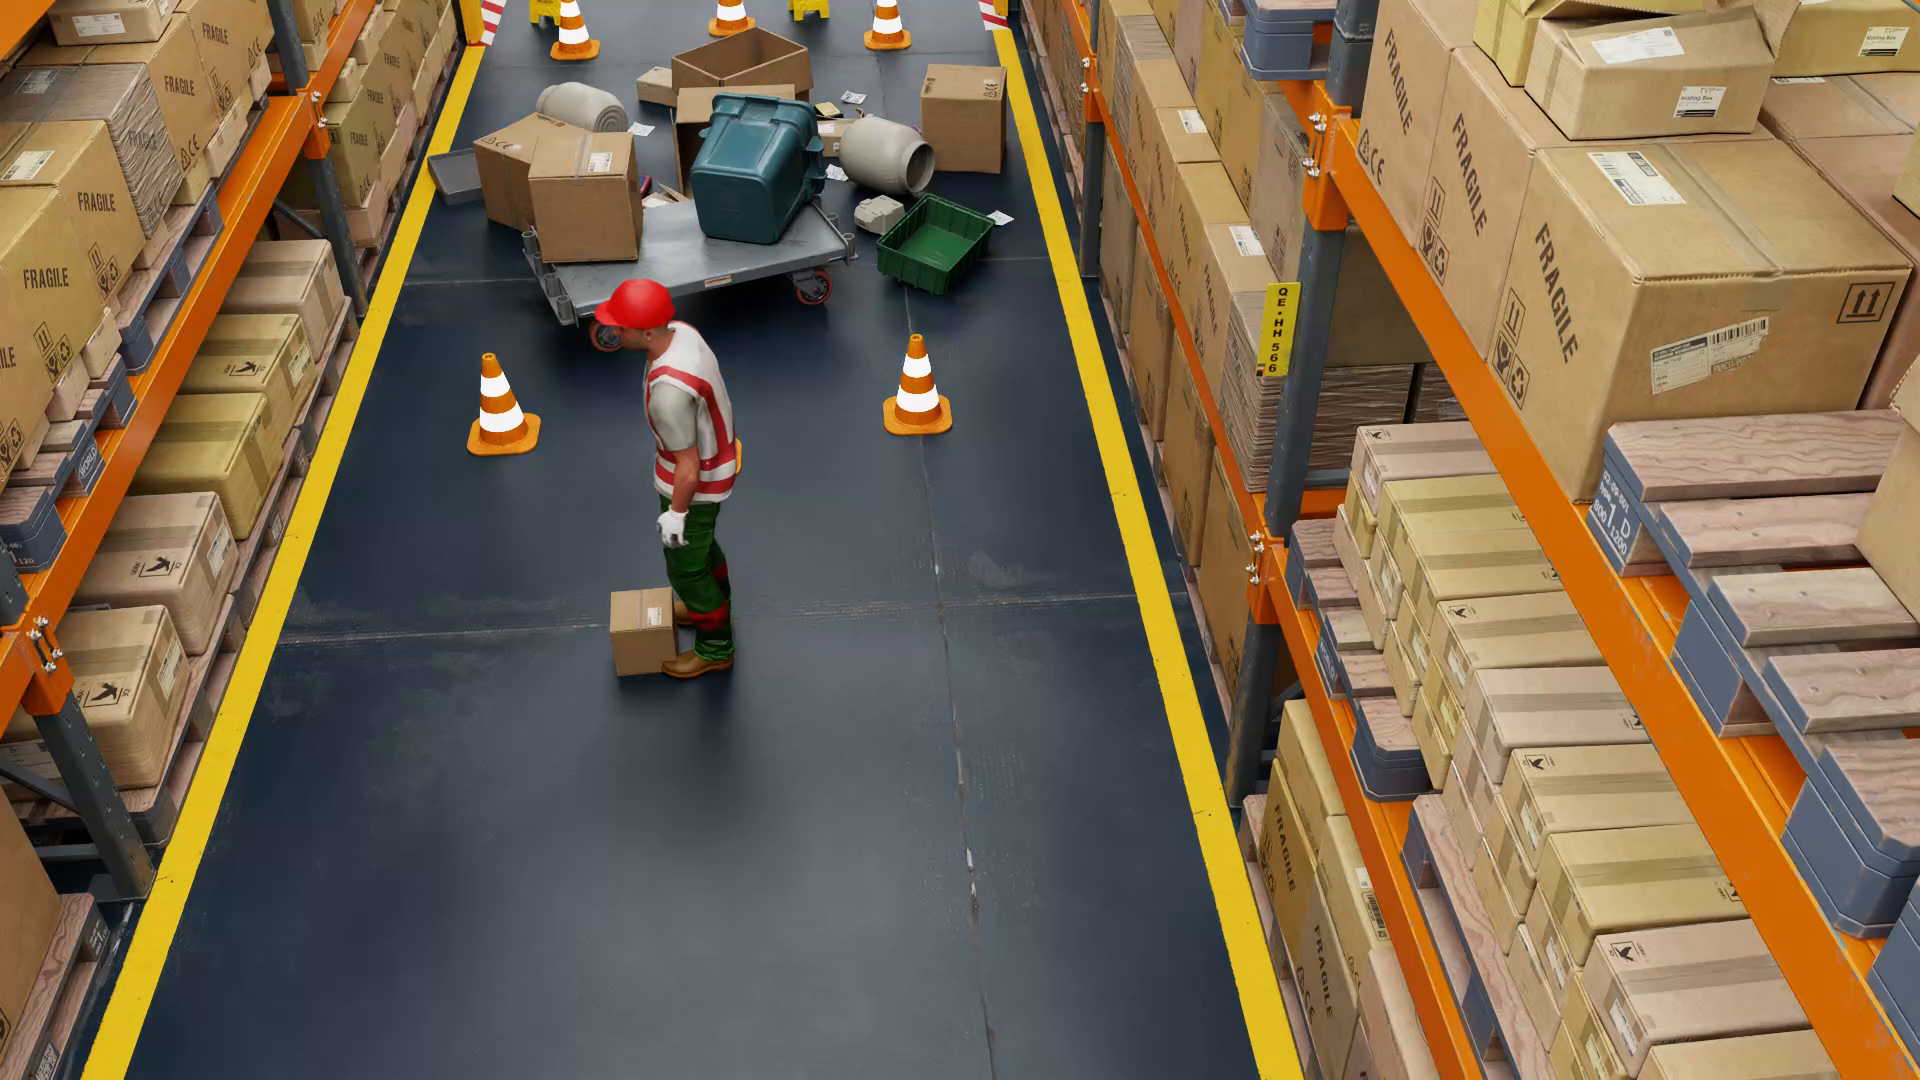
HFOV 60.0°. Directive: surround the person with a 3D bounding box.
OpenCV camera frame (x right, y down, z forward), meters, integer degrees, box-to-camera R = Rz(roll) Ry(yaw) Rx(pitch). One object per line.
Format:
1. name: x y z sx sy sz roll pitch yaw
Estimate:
1. person: -1.079 -0.239 6.441 0.453 1.778 0.606 -3 39 -4
